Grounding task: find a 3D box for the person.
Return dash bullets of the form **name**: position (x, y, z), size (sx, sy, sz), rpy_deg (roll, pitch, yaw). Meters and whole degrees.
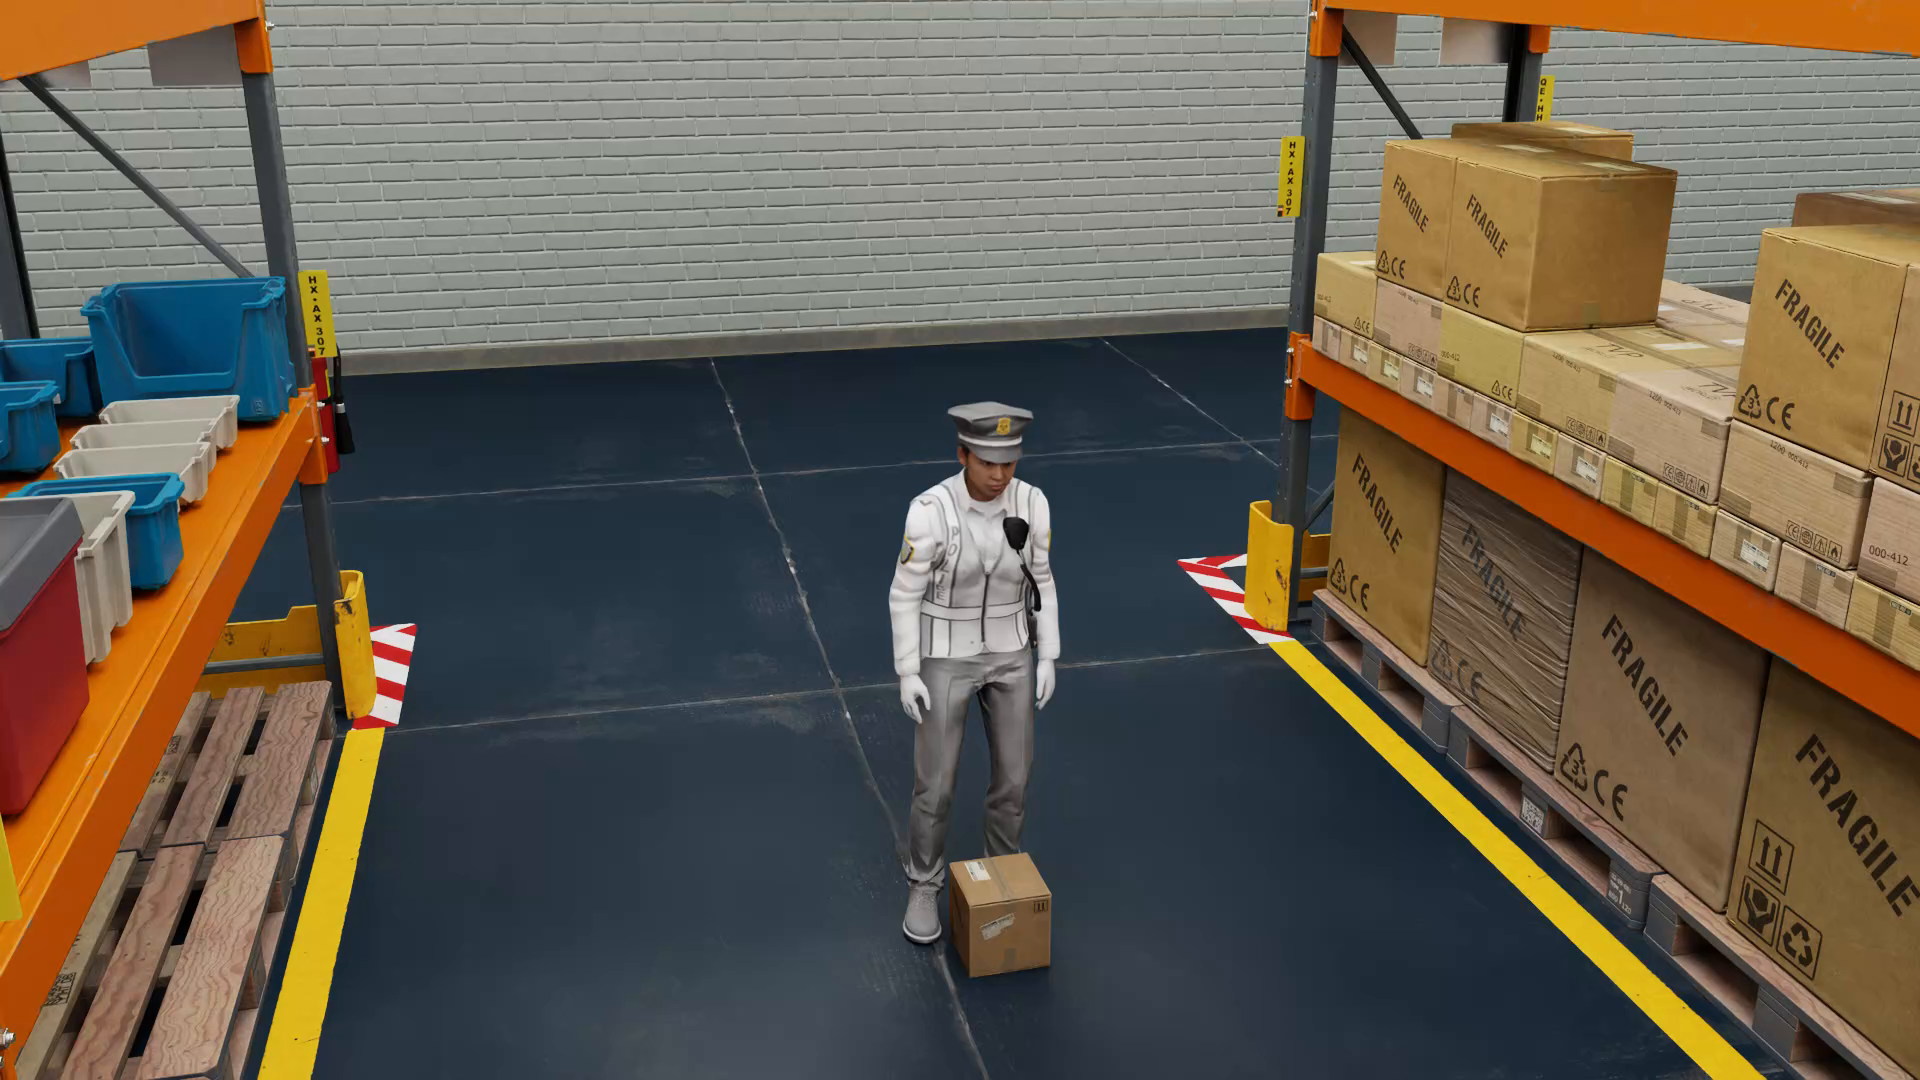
- **person**: position (0.052, 0.384, 4.997), size (0.518, 1.663, 0.368), rpy_deg (-5, 20, -14)
